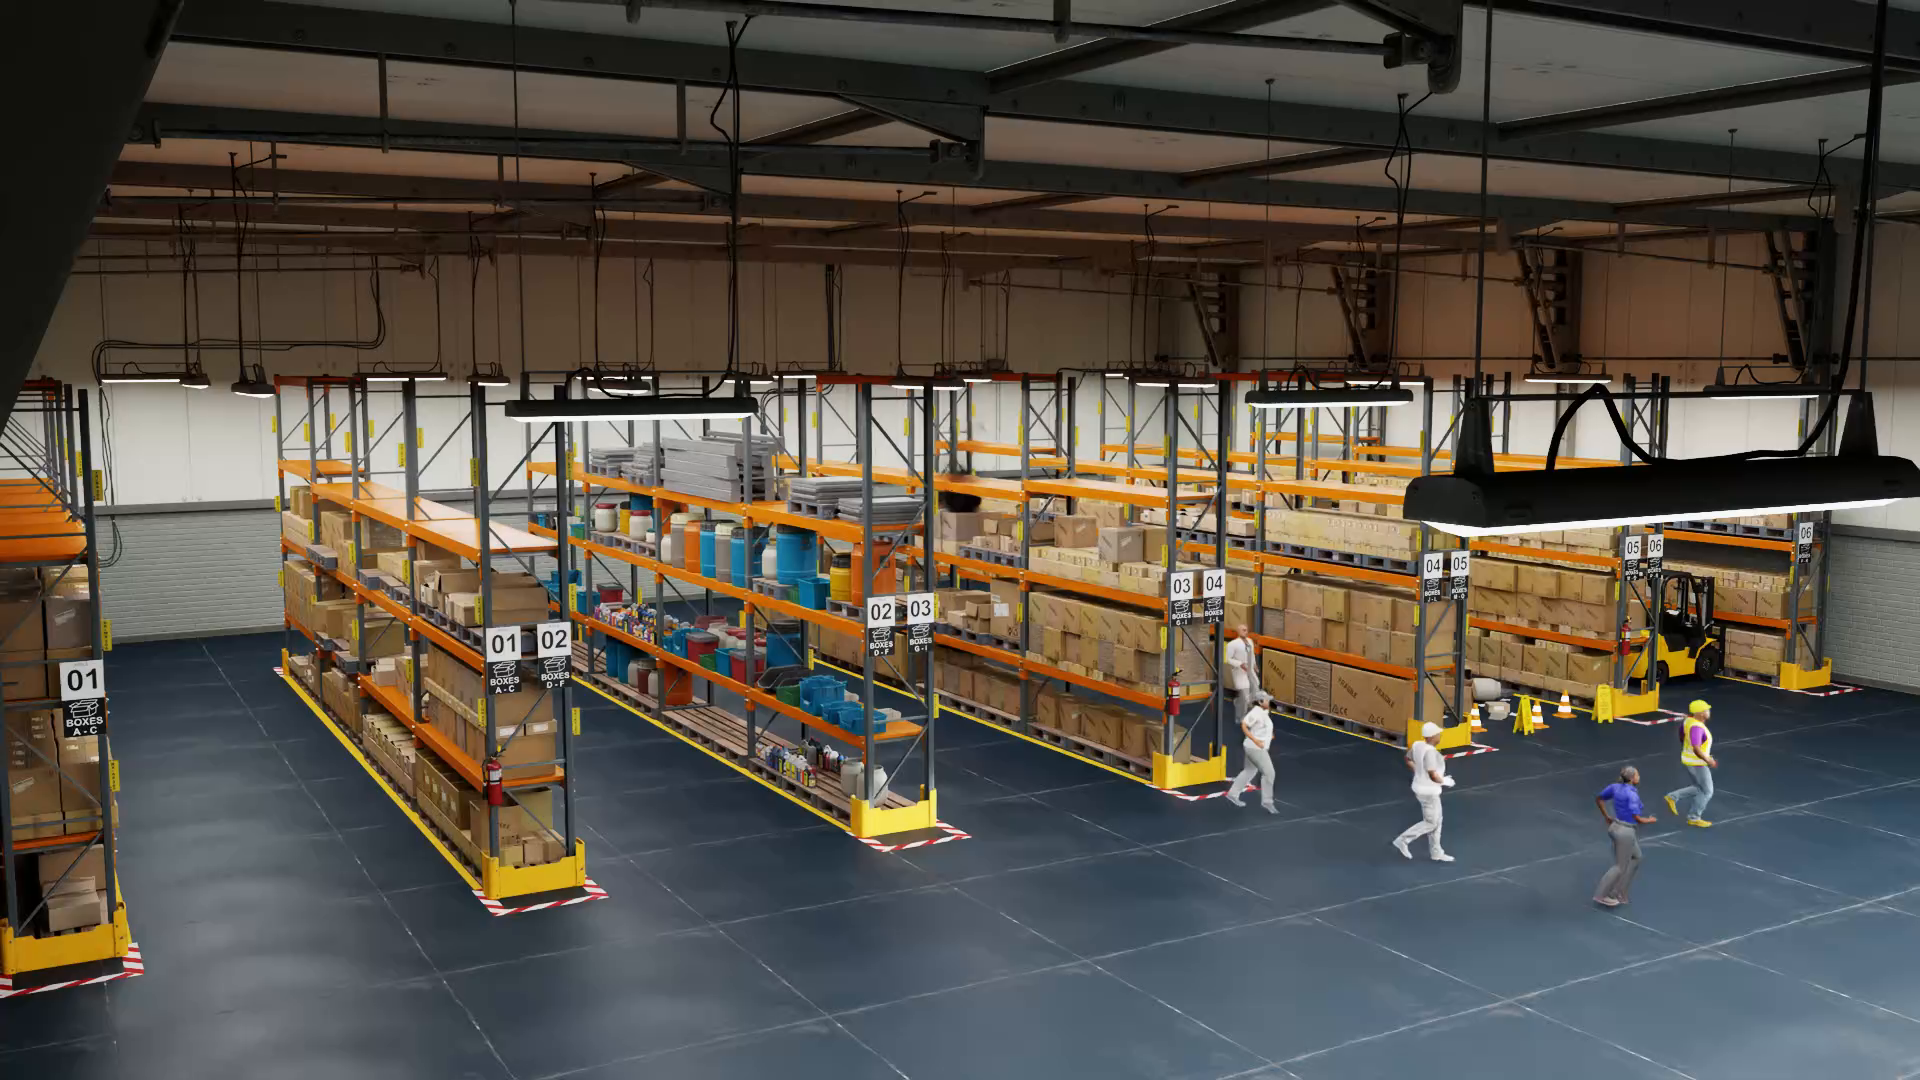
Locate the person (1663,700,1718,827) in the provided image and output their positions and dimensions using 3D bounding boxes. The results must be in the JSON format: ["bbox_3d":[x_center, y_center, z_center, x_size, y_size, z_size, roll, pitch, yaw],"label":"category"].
[{"bbox_3d":[9.909,3.013,22.555,0.602,1.720,0.733,1,6,9],"label":"person"}]

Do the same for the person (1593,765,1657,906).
[{"bbox_3d":[7.663,3.437,19.192,0.721,1.715,0.593,0,6,-2],"label":"person"}]

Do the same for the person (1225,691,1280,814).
[{"bbox_3d":[4.136,2.967,23.354,0.747,1.723,0.635,2,6,14],"label":"person"}]

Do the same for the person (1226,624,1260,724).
[{"bbox_3d":[4.913,2.321,28.783,0.705,1.727,0.660,-4,7,-33],"label":"person"}]

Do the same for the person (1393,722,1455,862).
[{"bbox_3d":[5.835,3.170,20.884,0.827,1.786,0.709,0,6,-2],"label":"person"}]
